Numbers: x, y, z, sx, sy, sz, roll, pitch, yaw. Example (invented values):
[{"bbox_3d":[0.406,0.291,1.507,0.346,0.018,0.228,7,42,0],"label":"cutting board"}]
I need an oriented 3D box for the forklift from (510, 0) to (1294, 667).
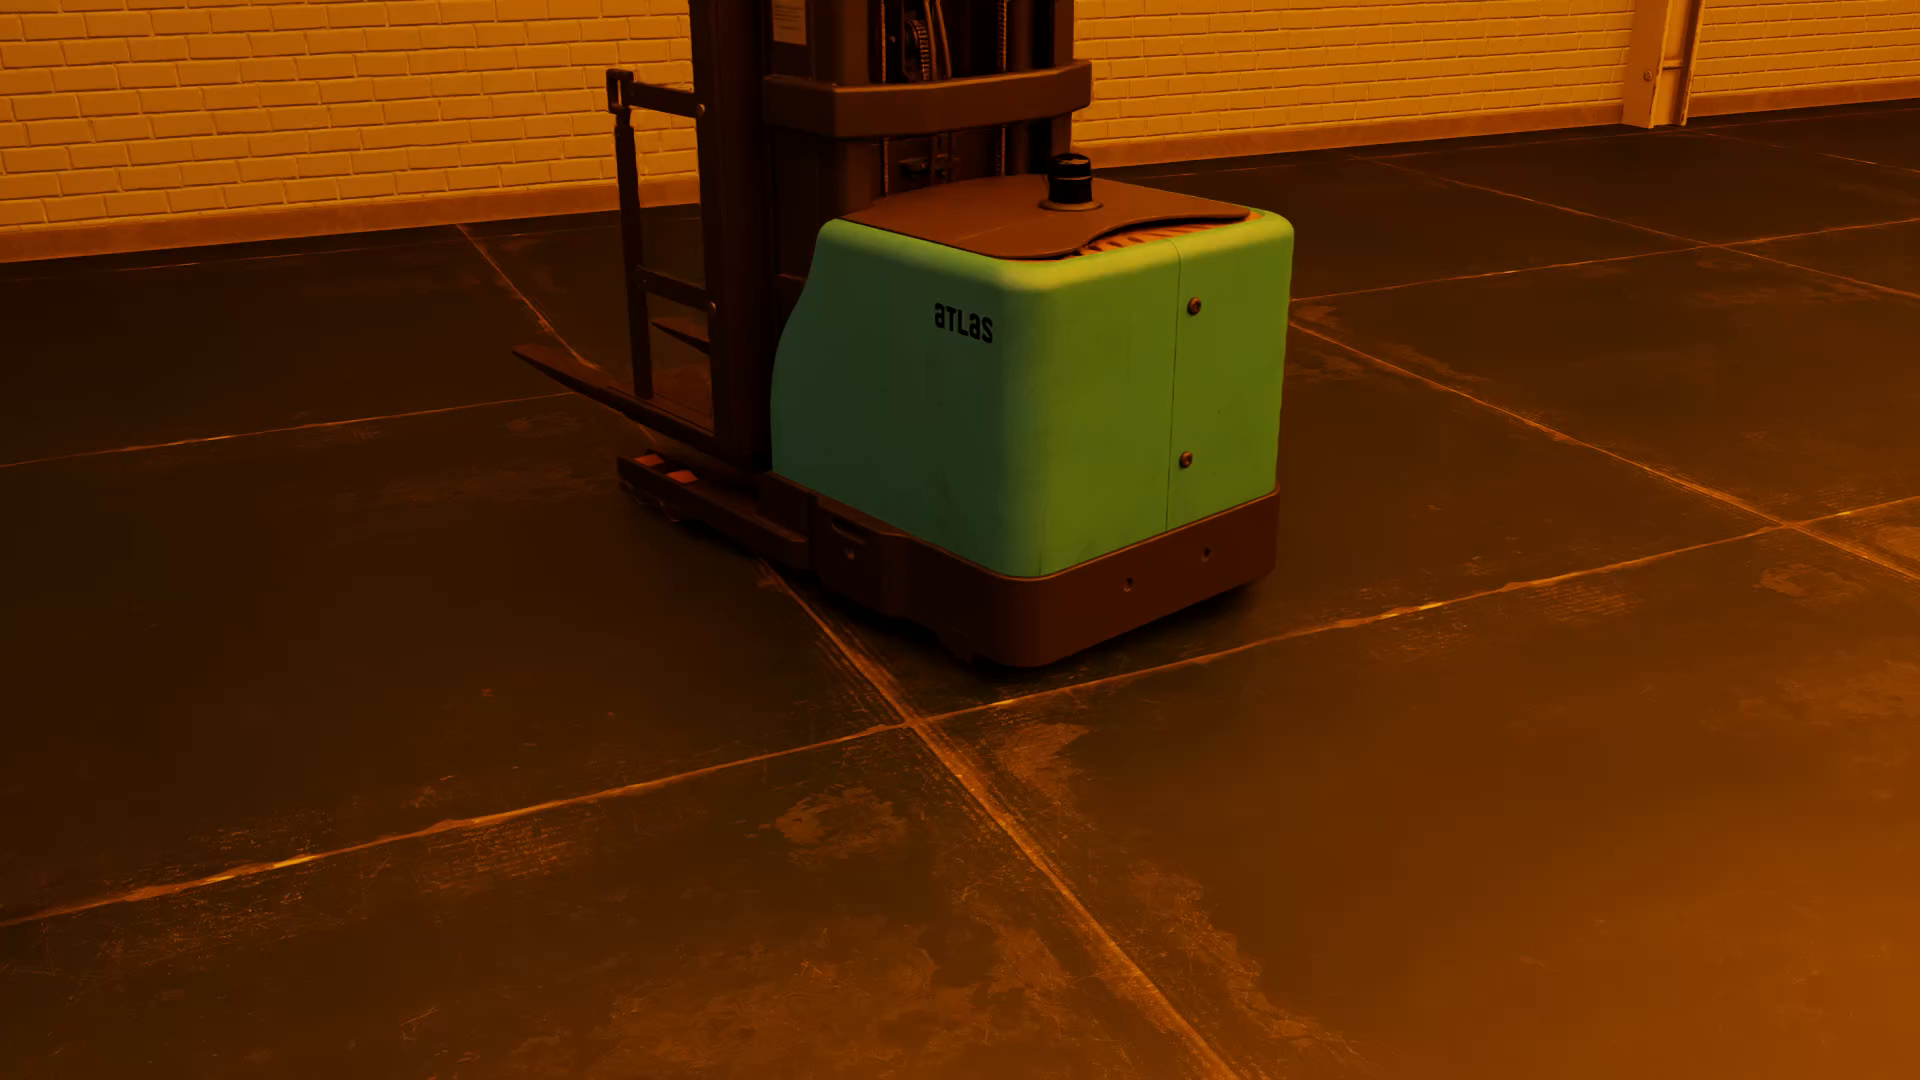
[{"bbox_3d":[-0.451,-1.521,4.947,1.130,2.935,3.031,-19,29,-37],"label":"forklift"}]
